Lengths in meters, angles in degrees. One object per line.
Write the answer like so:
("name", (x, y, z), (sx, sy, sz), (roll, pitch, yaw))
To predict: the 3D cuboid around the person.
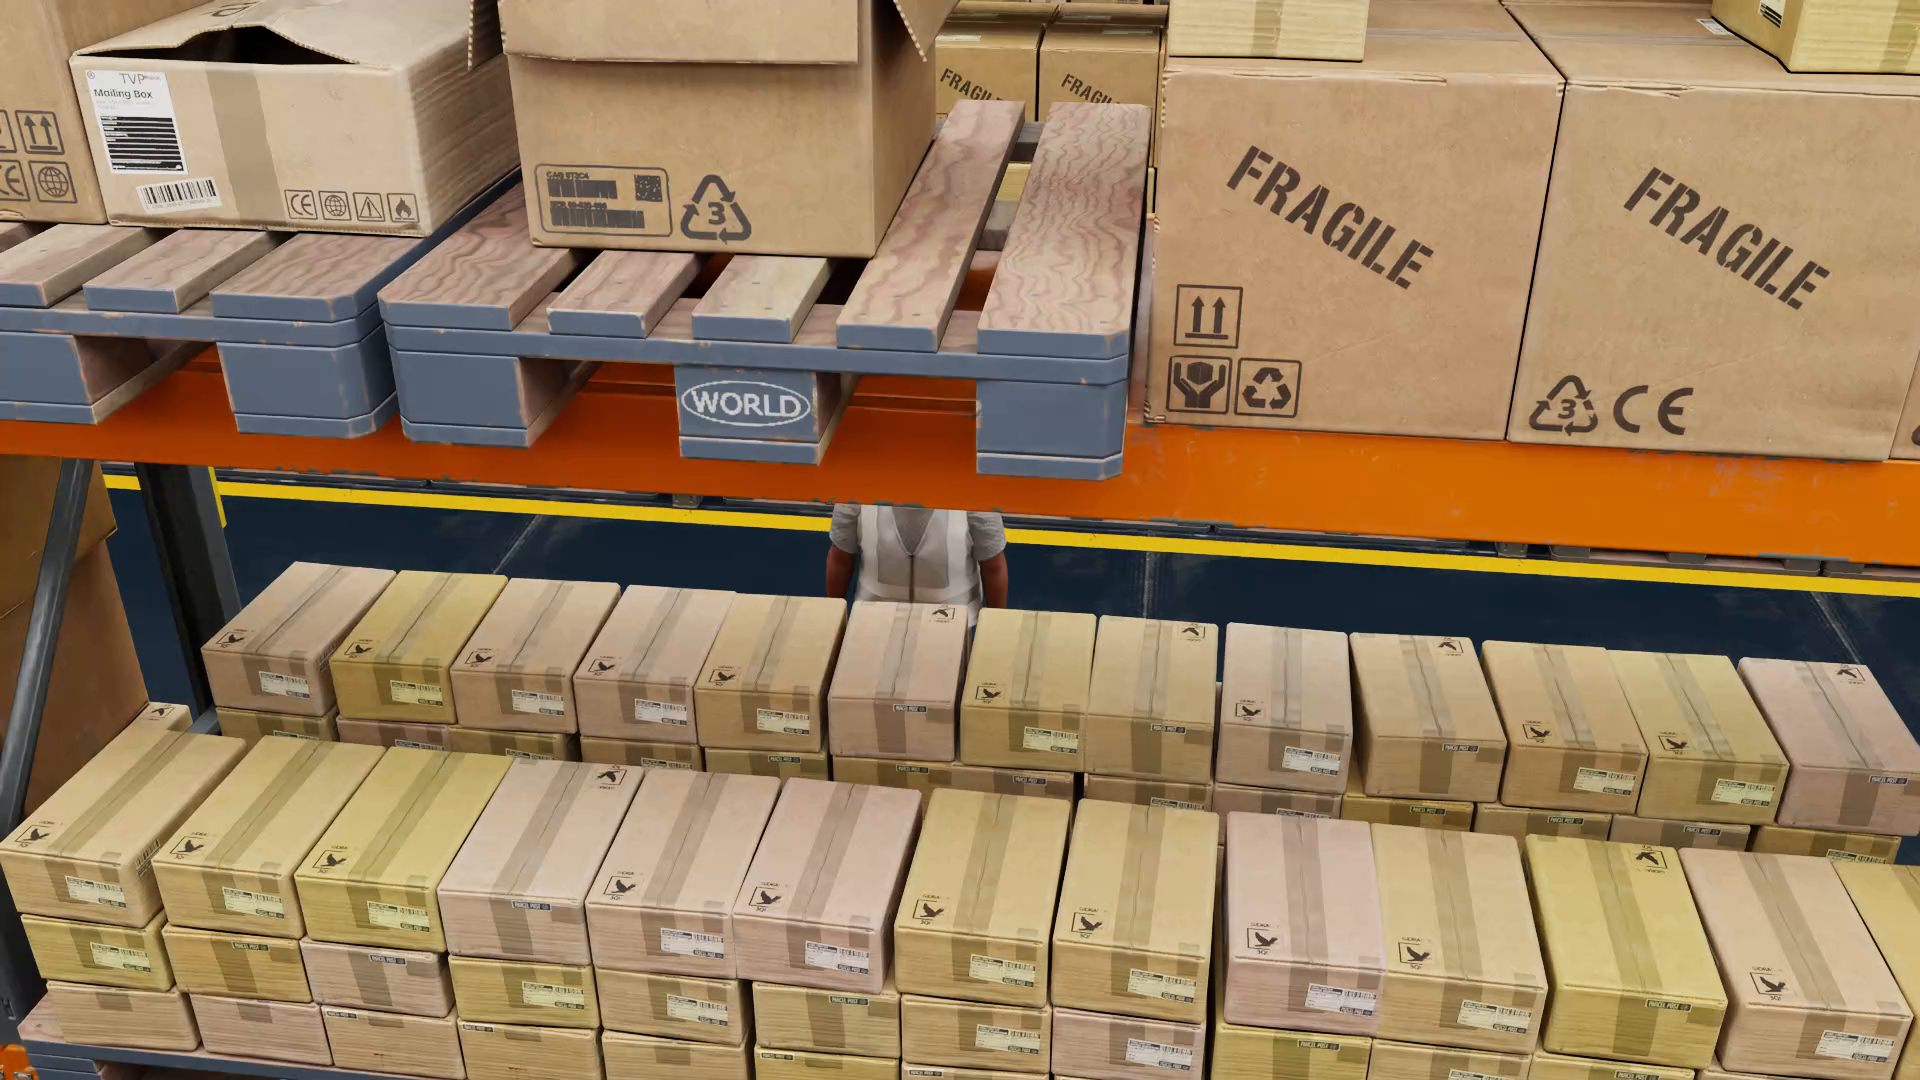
("person", (-0.152, 0.306, 5.540), (0.614, 1.773, 0.449), (3, 28, 5))
